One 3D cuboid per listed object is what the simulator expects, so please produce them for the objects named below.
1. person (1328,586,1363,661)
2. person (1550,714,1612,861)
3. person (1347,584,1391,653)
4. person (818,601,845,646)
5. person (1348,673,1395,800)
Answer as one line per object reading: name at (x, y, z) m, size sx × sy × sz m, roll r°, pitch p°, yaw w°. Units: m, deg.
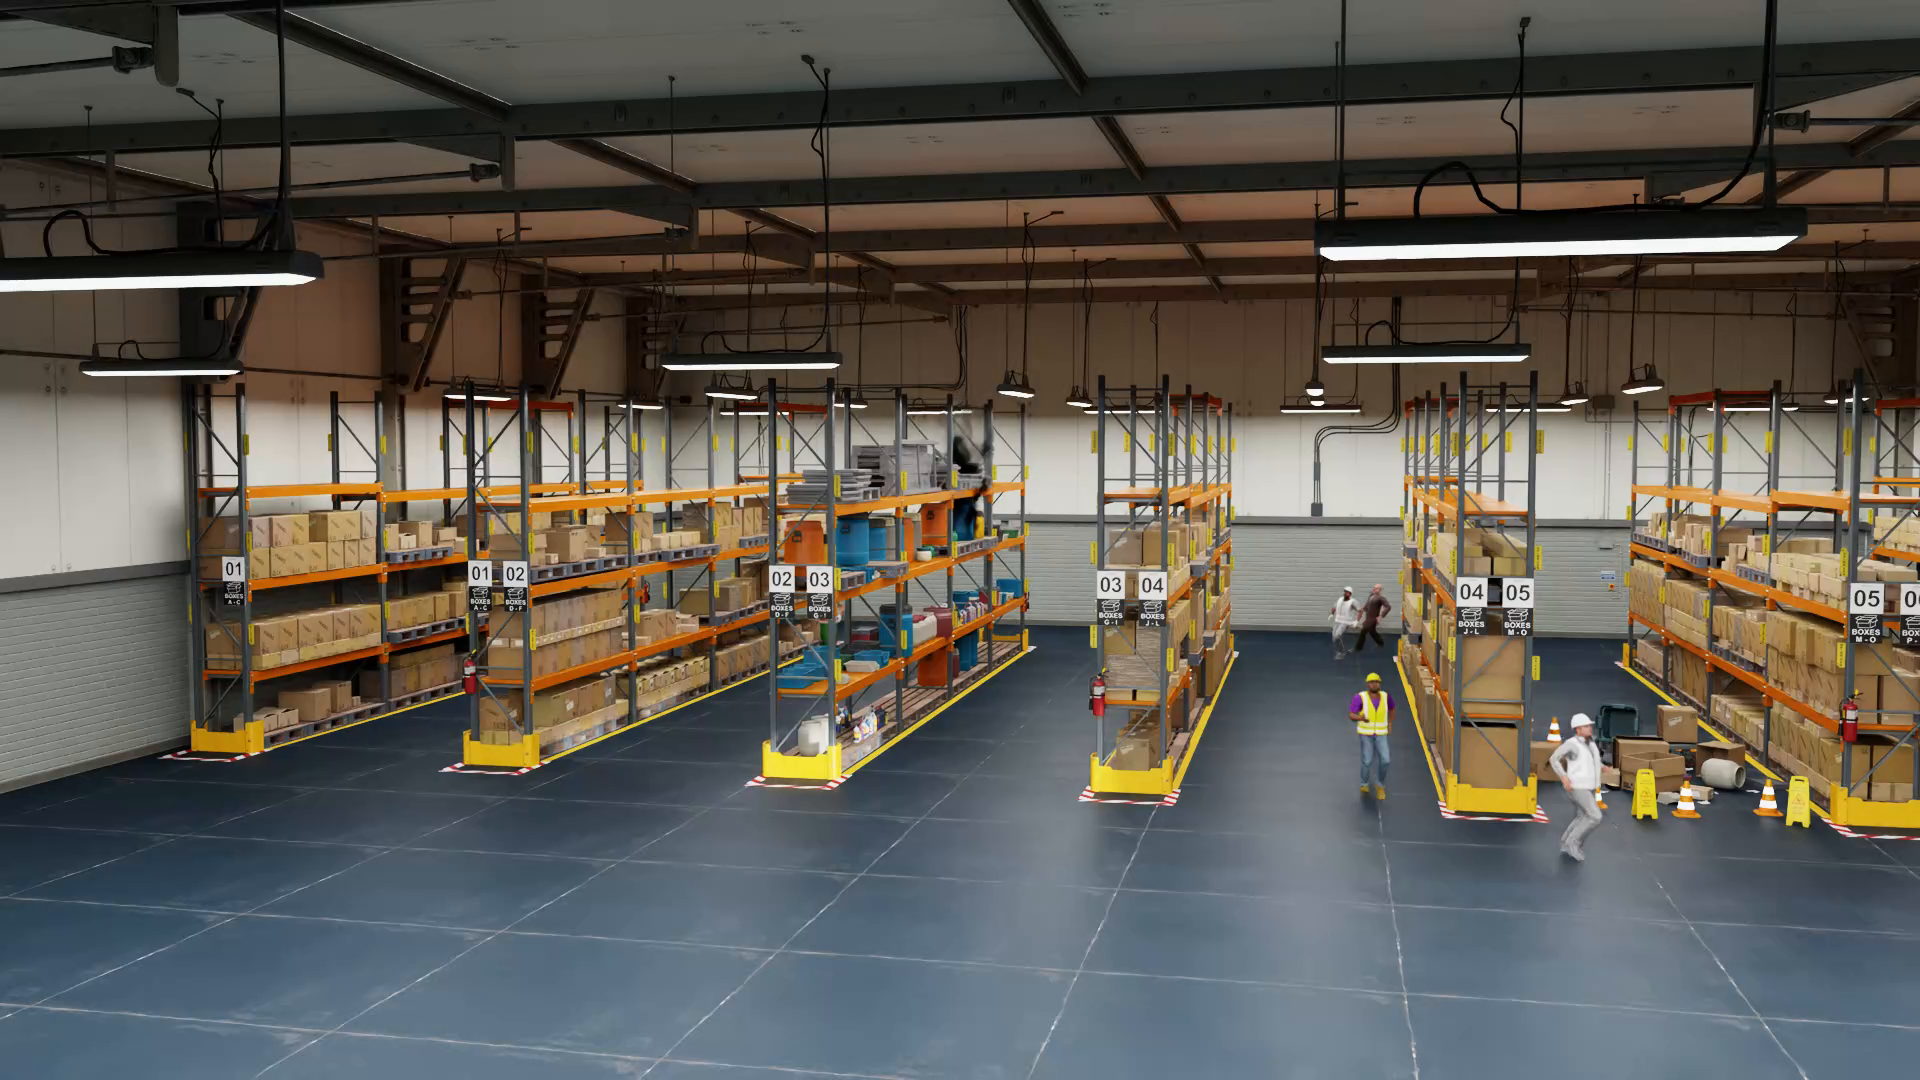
person at (8.853, 1.945, 38.503) m, size 0.607 × 1.749 × 0.744 m, roll -2°, pitch 4°, yaw -35°
person at (7.504, 2.975, 19.985) m, size 0.639 × 1.758 × 0.686 m, roll -3°, pitch 4°, yaw -38°
person at (9.778, 1.868, 39.787) m, size 0.998 × 1.697 × 0.864 m, roll 1°, pitch 3°, yaw 13°
person at (-2.807, 1.816, 35.438) m, size 0.638 × 1.836 × 0.641 m, roll 0°, pitch 3°, yaw 4°
person at (5.850, 2.787, 23.529) m, size 0.693 × 1.813 × 0.659 m, roll 0°, pitch 3°, yaw 3°
